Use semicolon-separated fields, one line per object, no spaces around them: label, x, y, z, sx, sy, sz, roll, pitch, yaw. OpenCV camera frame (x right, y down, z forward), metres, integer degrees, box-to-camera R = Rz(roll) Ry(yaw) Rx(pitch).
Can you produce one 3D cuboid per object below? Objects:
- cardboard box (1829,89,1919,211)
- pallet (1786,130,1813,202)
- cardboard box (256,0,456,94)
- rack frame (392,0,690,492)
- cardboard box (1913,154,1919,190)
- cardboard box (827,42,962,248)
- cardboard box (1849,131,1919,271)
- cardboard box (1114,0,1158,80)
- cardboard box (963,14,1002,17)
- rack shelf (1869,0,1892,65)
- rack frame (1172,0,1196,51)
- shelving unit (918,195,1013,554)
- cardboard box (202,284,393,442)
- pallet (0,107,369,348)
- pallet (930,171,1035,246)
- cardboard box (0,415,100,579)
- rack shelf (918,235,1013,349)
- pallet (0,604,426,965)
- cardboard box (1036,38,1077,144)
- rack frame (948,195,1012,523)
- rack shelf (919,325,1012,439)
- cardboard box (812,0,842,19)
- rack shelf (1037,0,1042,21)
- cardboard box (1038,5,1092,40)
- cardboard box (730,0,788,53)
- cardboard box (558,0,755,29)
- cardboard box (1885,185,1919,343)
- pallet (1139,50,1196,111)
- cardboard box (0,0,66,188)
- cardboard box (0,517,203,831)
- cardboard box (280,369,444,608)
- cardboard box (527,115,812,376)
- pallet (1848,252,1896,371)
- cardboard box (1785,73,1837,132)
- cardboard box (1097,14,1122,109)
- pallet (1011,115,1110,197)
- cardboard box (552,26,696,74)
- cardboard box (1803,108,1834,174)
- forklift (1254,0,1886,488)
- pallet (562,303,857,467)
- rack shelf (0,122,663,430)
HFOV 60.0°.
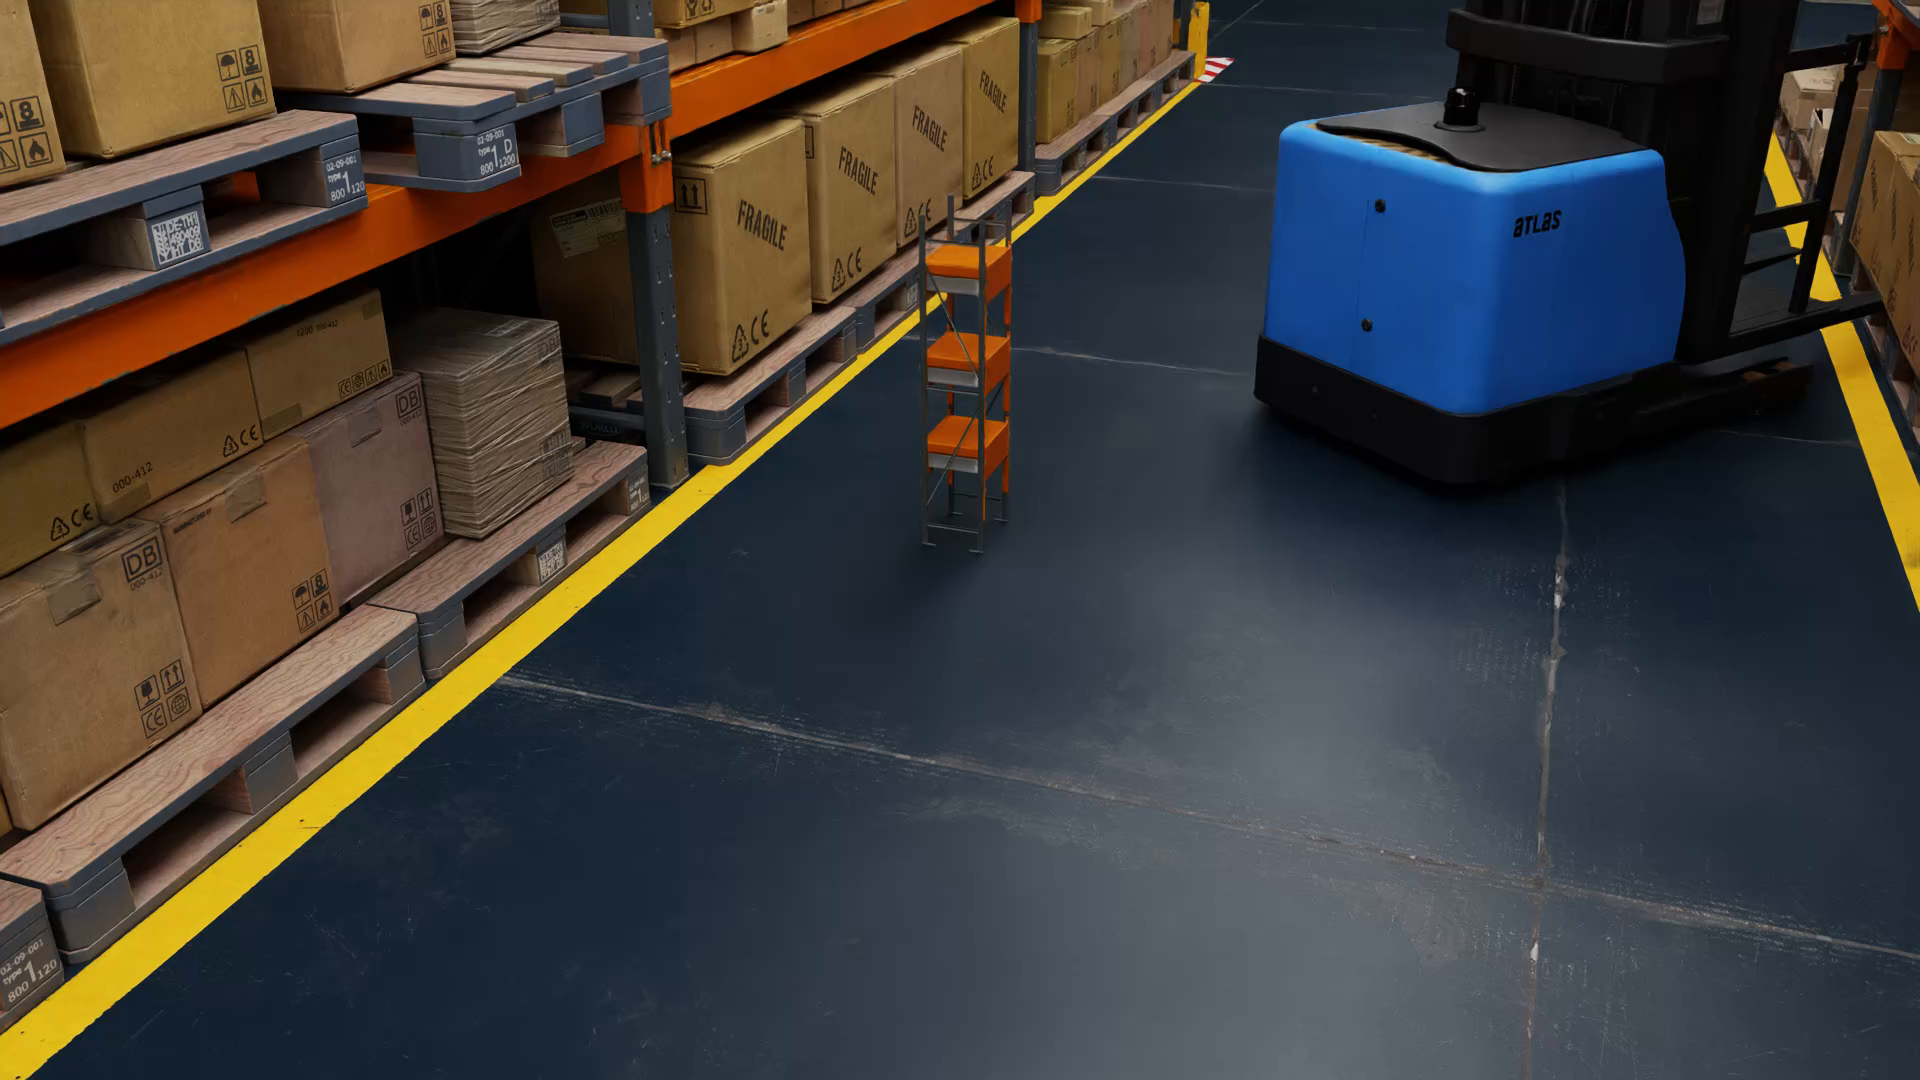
cardboard box;4.511;-1.883;8.061;0.500;0.500;0.500;9;27;17
pallet;5.223;-2.065;9.273;1.003;0.211;1.213;9;27;17
cardboard box;-1.722;-1.423;4.127;0.700;0.500;0.500;6;27;13
rack frame;-1.415;-1.608;5.129;1.000;3.000;0.127;9;27;17
cardboard box;3.865;-1.371;6.143;0.500;0.250;0.500;9;27;18
cardboard box;-0.471;-1.822;7.556;0.750;0.750;0.750;10;27;19
cardboard box;4.198;-1.445;7.155;0.500;0.500;0.500;8;27;15
cardboard box;0.942;-3.452;11.324;0.700;0.500;0.500;9;27;17
cardboard box;0.026;-2.870;9.377;0.380;0.149;0.250;9;27;17
rack shelf;5.254;-3.033;8.898;1.077;0.370;4.000;9;27;17
rack frame;1.247;-4.896;11.920;1.000;3.000;0.127;9;27;17
shelving unit;0.018;-0.495;5.067;0.215;1.050;0.252;9;27;17
cardboard box;-1.854;-0.490;4.323;0.500;0.250;0.500;9;27;18
pallet;-2.035;-0.702;3.479;1.003;0.211;1.213;9;27;17
pallet;-0.270;-1.669;8.455;1.003;0.211;1.213;9;27;17
cardboard box;-2.204;-0.076;3.467;0.500;0.250;0.500;8;27;16
rack shelf;0.018;-0.740;4.948;0.215;0.259;0.240;9;27;17
pallet;-2.084;0.467;4.042;1.003;0.211;1.213;9;27;17
cardboard box;0.262;-2.608;9.582;0.700;0.500;0.500;9;27;18
rack frame;0.058;-0.545;5.170;0.200;1.050;0.008;9;27;17
rack shelf;0.018;-0.485;5.071;0.215;0.259;0.240;9;27;17
cardboard box;-0.685;-2.139;6.490;0.380;0.149;0.250;9;27;18
rack shelf;0.582;-3.750;10.379;1.077;0.370;4.000;9;27;17
cardboard box;0.548;-3.015;9.676;0.380;0.149;0.250;10;27;19
cardboard box;-0.827;-1.805;5.801;0.380;0.149;0.250;10;27;19
cardboard box;-1.012;-1.959;5.374;0.500;0.500;0.500;10;27;19
cardboard box;3.858;-1.020;6.277;0.500;0.500;0.500;9;27;18
pallet;1.055;-3.301;11.825;1.003;0.211;1.213;9;27;17
cardboard box;-2.162;-0.915;3.079;0.700;0.500;0.500;13;29;24
cardboard box;-2.184;0.234;3.688;0.700;0.500;0.500;9;27;18
cardboard box;-1.886;-0.183;4.549;0.700;0.500;0.500;9;27;17
cardboard box;-1.046;-1.113;6.091;0.750;0.750;0.750;8;27;17
pallet;4.354;-0.940;6.950;1.003;0.211;1.213;9;27;17
cardboard box;5.139;-2.546;9.717;0.500;0.250;0.500;9;27;17
cardboard box;0.605;-3.025;10.442;0.700;0.500;0.500;9;27;19
pallet;0.243;-2.298;9.754;1.003;0.211;1.213;9;27;17
cardboard box;-1.087;-1.606;5.390;0.380;0.149;0.250;8;27;17
cardboard box;4.760;-2.107;8.739;0.500;0.311;0.500;9;27;17
forklift;2.619;-1.962;5.938;3.031;2.935;1.130;-15;30;-28
pallet;-1.081;-0.666;6.384;1.003;0.211;1.213;9;27;17
rack shelf;-2.080;-0.463;3.589;1.077;0.370;4.000;9;27;17
